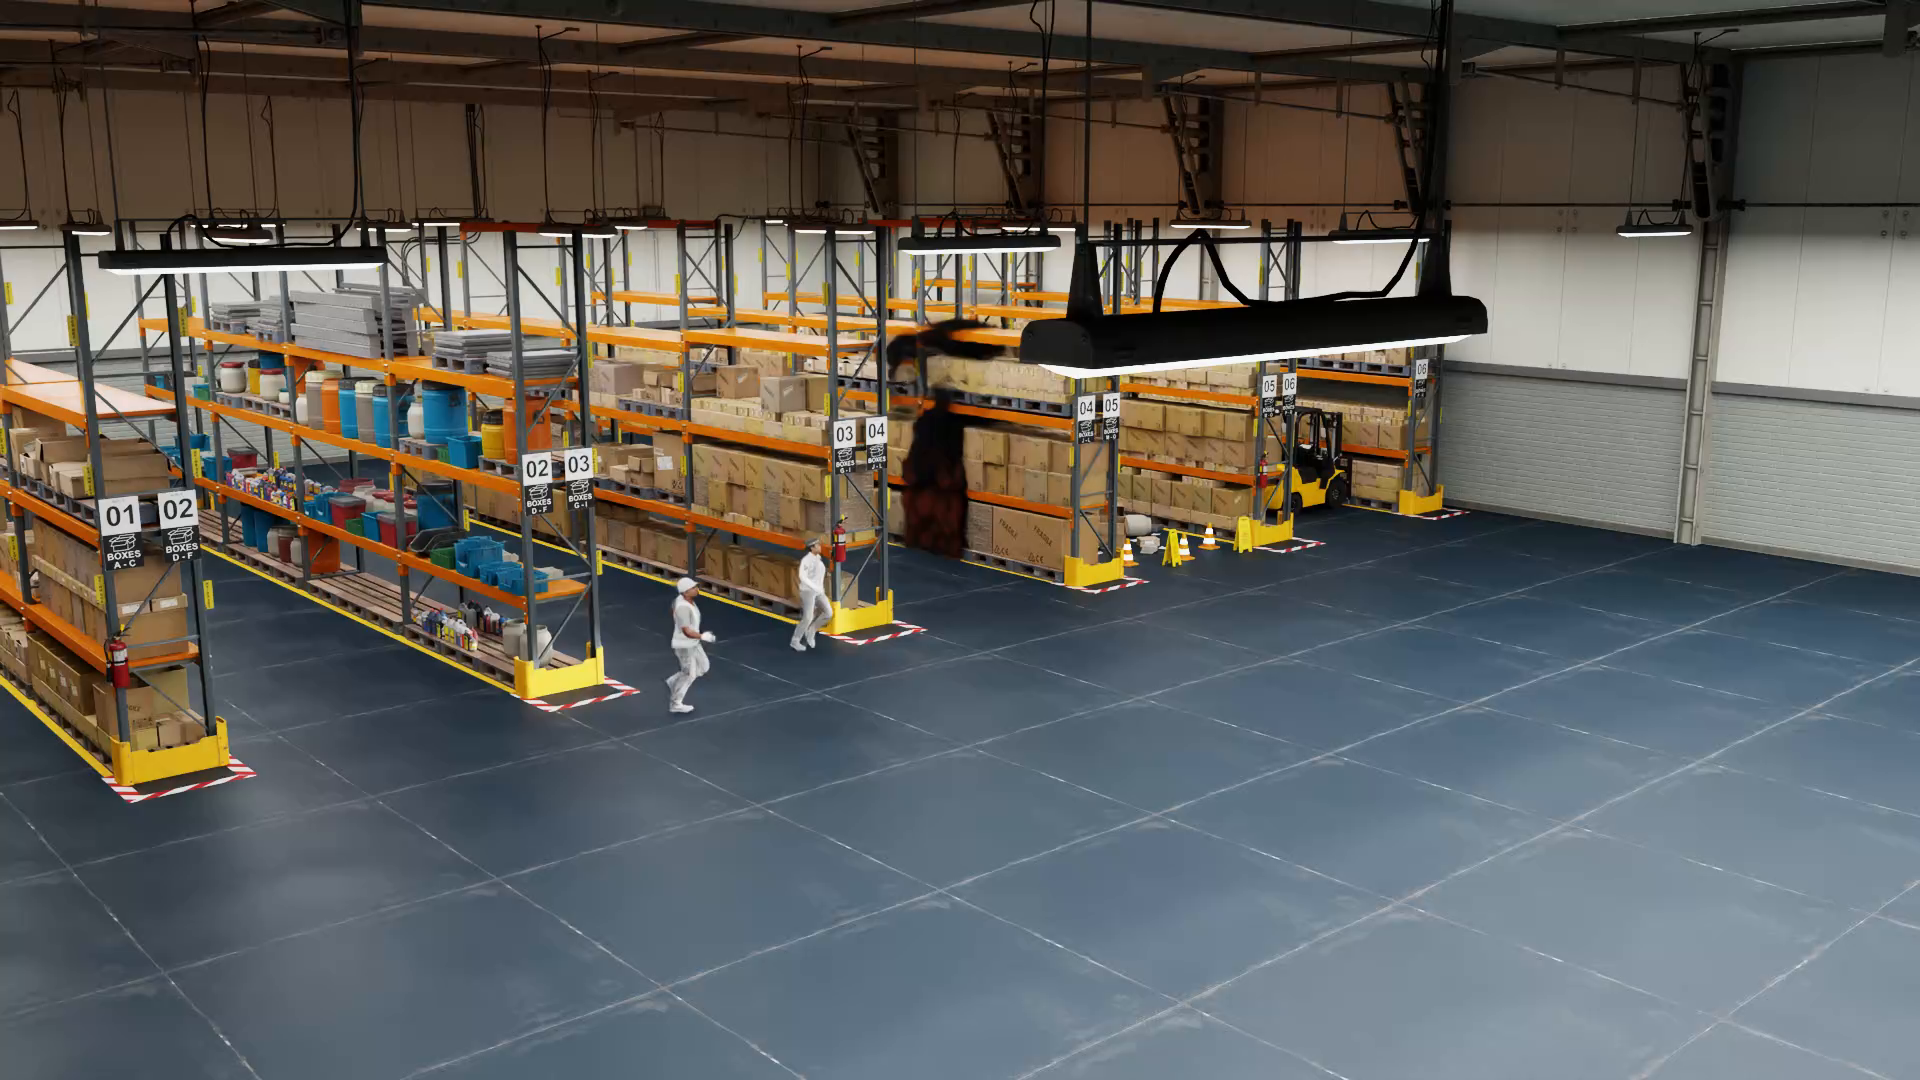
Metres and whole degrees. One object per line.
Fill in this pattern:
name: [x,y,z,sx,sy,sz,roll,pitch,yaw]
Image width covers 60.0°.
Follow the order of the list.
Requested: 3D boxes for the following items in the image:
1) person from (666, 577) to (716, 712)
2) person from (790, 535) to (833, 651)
person: [-3.404,1.309,21.000,0.658,1.734,0.708,-1,11,-6]
person: [-2.102,0.745,24.014,0.571,1.634,0.674,5,13,24]
